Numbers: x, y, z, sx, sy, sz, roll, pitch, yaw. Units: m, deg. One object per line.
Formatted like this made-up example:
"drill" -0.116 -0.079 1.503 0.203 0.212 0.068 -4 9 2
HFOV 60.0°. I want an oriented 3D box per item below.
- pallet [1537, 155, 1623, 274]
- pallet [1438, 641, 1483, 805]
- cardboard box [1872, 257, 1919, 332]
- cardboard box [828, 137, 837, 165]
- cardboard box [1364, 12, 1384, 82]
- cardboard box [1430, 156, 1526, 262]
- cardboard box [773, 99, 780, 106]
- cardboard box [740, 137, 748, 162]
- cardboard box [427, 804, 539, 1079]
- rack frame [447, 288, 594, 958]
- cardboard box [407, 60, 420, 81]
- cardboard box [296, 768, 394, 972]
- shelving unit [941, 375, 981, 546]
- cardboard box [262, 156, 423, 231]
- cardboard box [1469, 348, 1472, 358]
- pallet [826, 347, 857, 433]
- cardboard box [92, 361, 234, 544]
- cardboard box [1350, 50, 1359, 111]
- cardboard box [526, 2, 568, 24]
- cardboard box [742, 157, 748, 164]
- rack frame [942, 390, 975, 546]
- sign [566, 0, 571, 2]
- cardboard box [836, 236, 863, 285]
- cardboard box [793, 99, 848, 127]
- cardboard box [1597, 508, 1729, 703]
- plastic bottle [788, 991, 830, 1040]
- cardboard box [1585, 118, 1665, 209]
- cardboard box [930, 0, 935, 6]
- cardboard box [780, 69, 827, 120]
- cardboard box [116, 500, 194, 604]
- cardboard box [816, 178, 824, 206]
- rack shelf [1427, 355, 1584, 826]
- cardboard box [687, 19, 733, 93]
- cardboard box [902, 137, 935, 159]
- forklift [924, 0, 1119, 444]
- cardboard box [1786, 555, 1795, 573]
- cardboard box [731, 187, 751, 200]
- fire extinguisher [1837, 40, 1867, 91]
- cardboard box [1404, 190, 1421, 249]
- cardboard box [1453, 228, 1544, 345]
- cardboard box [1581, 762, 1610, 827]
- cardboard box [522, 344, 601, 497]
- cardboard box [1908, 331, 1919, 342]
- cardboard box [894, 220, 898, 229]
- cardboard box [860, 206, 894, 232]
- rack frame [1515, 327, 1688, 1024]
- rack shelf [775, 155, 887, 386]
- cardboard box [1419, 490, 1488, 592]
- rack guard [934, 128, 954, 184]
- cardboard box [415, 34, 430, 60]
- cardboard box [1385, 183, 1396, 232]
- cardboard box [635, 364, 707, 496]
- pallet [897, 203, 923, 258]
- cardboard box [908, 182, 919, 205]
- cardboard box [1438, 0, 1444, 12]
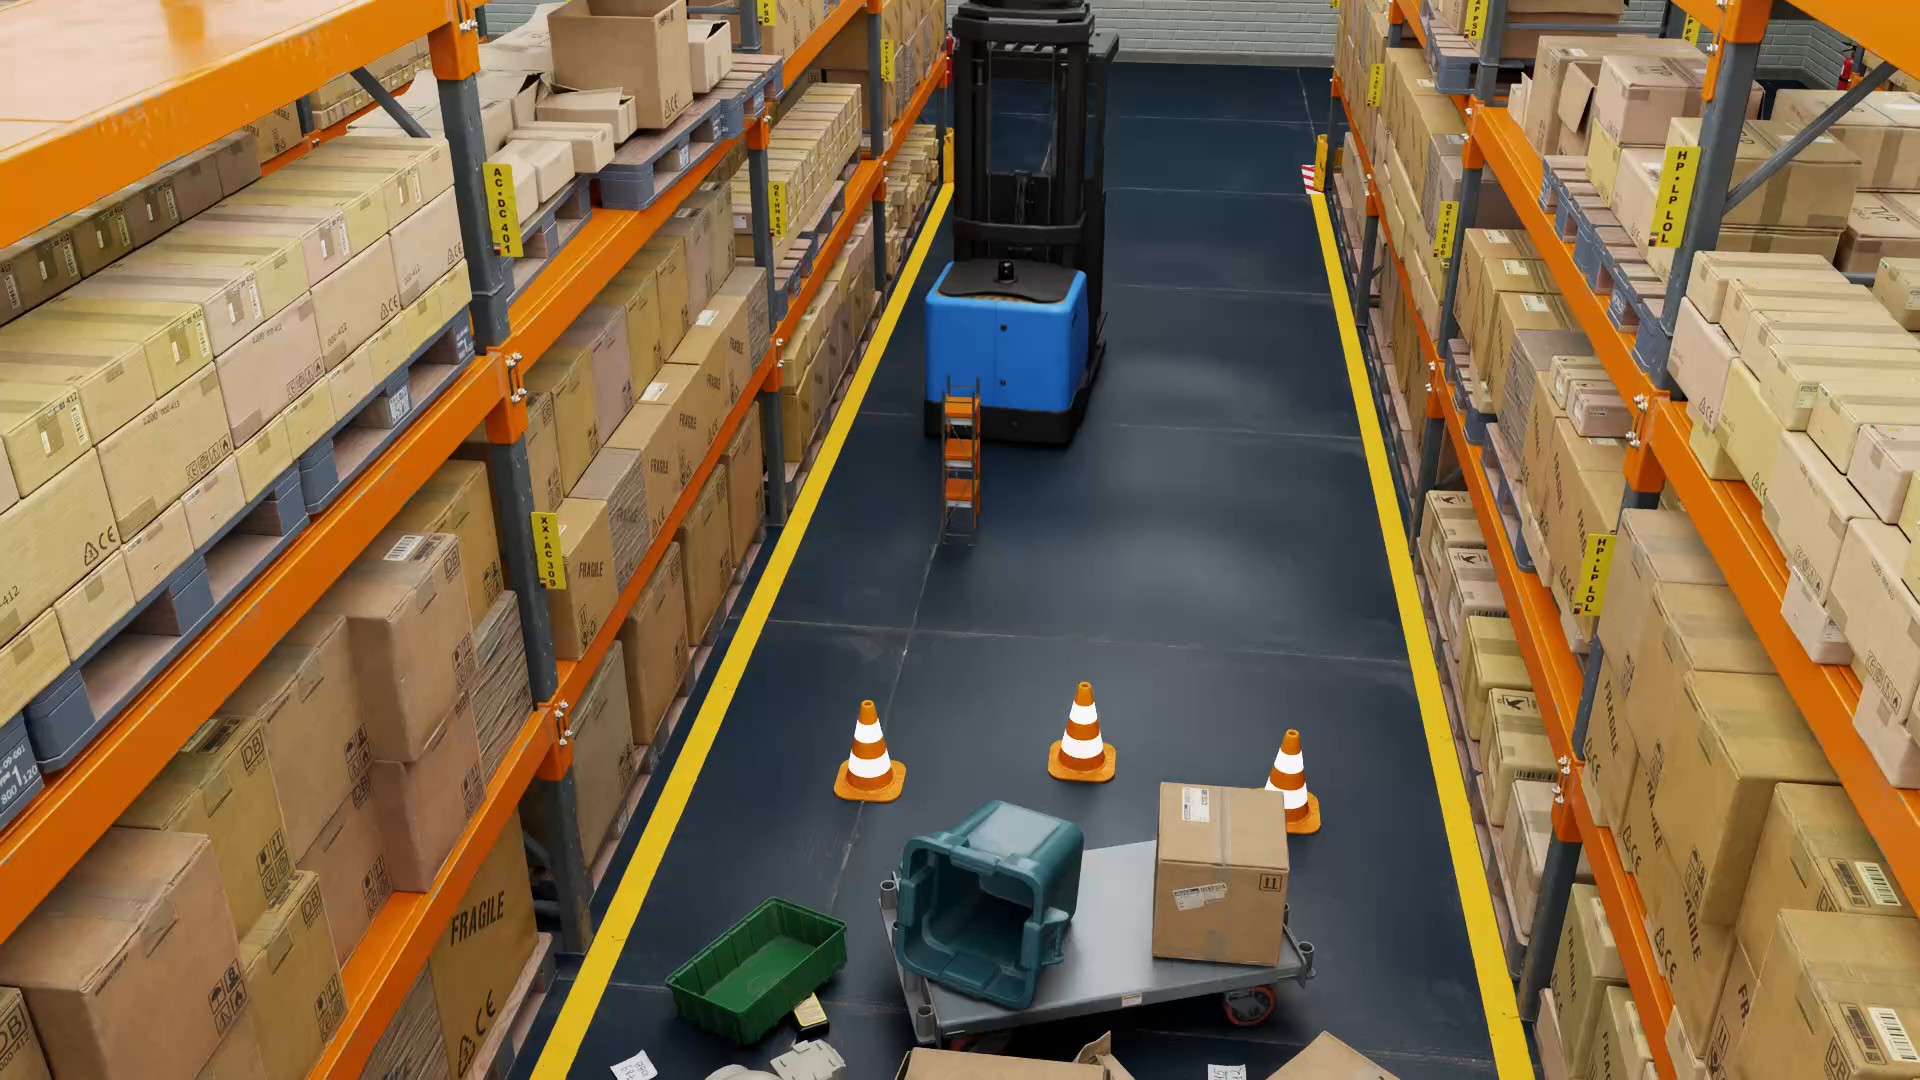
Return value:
"pallet" 3.120 -1.344 6.909 1.213 0.211 1.003 3 28 6
"pallet" 3.055 0.952 8.552 1.003 0.211 1.213 3 28 6
"cardboard box" 2.992 -0.732 5.000 0.380 0.149 0.250 4 29 7
"cardboard box" -1.110 -2.853 12.184 0.380 0.149 0.250 2 28 4
"cardboard box" 3.649 -4.060 13.755 0.500 0.500 0.500 3 28 5
"cardboard box" 3.108 -1.959 9.856 0.500 0.500 0.500 3 28 5
"cardboard box" -1.635 -3.516 13.102 0.380 0.149 0.250 5 29 9
"cardboard box" -1.758 -2.892 12.257 0.380 0.149 0.250 4 29 8
"cardboard box" -2.257 1.469 6.450 0.875 0.875 0.875 4 29 7
"rack frame" -2.111 0.427 6.587 1.000 3.000 0.127 3 28 6
"cardboard box" -5.455 -4.541 16.073 0.380 0.149 0.250 4 29 7
"cardboard box" -2.372 1.043 5.286 0.875 0.550 0.550 3 28 6
"shelving unit" 0.007 -0.487 10.340 0.215 1.050 0.252 3 28 6
"cardboard box" -1.870 -1.053 5.048 0.380 0.149 0.250 3 28 6
"cardboard box" 3.012 -1.017 9.089 0.380 0.149 0.250 2 28 3
"pallet" -1.371 -1.169 12.489 1.003 0.211 1.213 3 28 6
"cardboard box" -2.103 -0.230 3.940 0.500 0.250 0.500 3 28 6
"cardboard box" 3.782 -4.102 14.887 0.500 0.500 0.500 4 29 8
"cardboard box" -1.928 -2.638 8.660 0.500 0.311 0.500 3 29 6
"cardboard box" -1.761 -2.768 12.340 0.380 0.149 0.250 2 28 4
"rack frame" -0.008 -0.430 10.233 0.200 1.050 0.008 3 28 6
"sign" -2.159 -3.037 9.309 0.100 0.325 0.005 3 28 6
"cardboard box" -1.047 -2.147 12.767 0.500 0.250 0.500 5 29 9
"cardboard box" -1.052 -3.227 12.564 0.380 0.149 0.250 2 28 5
"cardboard box" 2.545 0.246 5.449 0.700 0.500 0.500 3 28 6
"plastic bottle" -0.647 1.938 6.880 0.133 0.061 0.283 -11 30 -20
"cardboard box" 2.873 -1.534 6.779 0.500 0.250 0.500 4 29 7
"cardboard box" -0.512 -5.369 15.871 0.500 0.500 0.500 2 28 4
"cardboard box" -1.352 -3.758 13.936 0.500 0.500 0.500 3 28 6
"cardboard box" -2.056 0.014 3.907 0.380 0.149 0.250 4 29 7
"cardboard box" -1.172 -2.476 11.797 0.380 0.149 0.250 2 28 5
"rack shelf" 3.059 0.042 8.060 1.077 0.370 4.000 3 28 6
"cardboard box" -1.451 -2.457 8.323 0.500 0.311 0.500 3 28 6
"cardboard box" -0.447 -3.905 16.564 0.380 0.149 0.250 3 28 5
"forklift" 0.545 -2.644 12.359 1.130 2.935 3.031 6 29 10
"cardboard box" 2.411 0.073 4.346 0.380 0.149 0.250 2 28 5
"cardboard box" -1.341 -2.125 10.519 0.380 0.149 0.250 3 28 5
"fire extinguisher" 8.771 -4.593 16.380 0.296 0.674 0.183 3 28 6
"cardboard box" 3.213 -2.097 10.902 0.500 0.250 0.500 3 28 5
"cardboard box" 3.020 -1.378 9.075 0.500 0.500 0.500 3 28 5
"cardboard box" 2.457 0.907 5.961 0.380 0.149 0.250 3 28 6
"cardboard box" -1.995 -0.534 7.211 0.700 0.500 0.500 3 28 5
"cardboard box" 3.027 -0.494 4.979 0.500 0.250 0.500 3 28 6
"cardboard box" -0.776 -2.918 15.359 0.380 0.149 0.250 2 28 4
"cardboard box" -0.790 -2.807 14.526 0.380 0.149 0.250 5 29 9
"rack frame" 2.814 0.667 6.142 1.000 3.000 0.127 3 28 6
"rack shelf" -1.376 -2.081 12.000 1.077 0.370 4.000 3 28 6
"cardboard box" 3.225 0.021 9.668 0.950 0.372 0.625 1 28 3
"rack guard" -0.650 -4.086 17.599 1.175 0.500 0.348 3 28 6
"cardboard box" -5.471 -4.901 16.321 0.500 0.250 0.500 2 28 4
"cardboard box" 3.338 -2.357 11.913 0.500 0.250 0.500 3 28 6
"cardboard box" -1.592 -0.561 8.315 0.500 0.500 0.500 4 29 7
"pallet" -0.936 -3.005 15.898 1.003 0.211 1.213 3 28 6
"cardboard box" -0.590 -3.278 15.713 0.380 0.149 0.250 4 29 7
"cardboard box" 3.126 -3.331 10.099 0.396 0.266 0.258 3 28 5
